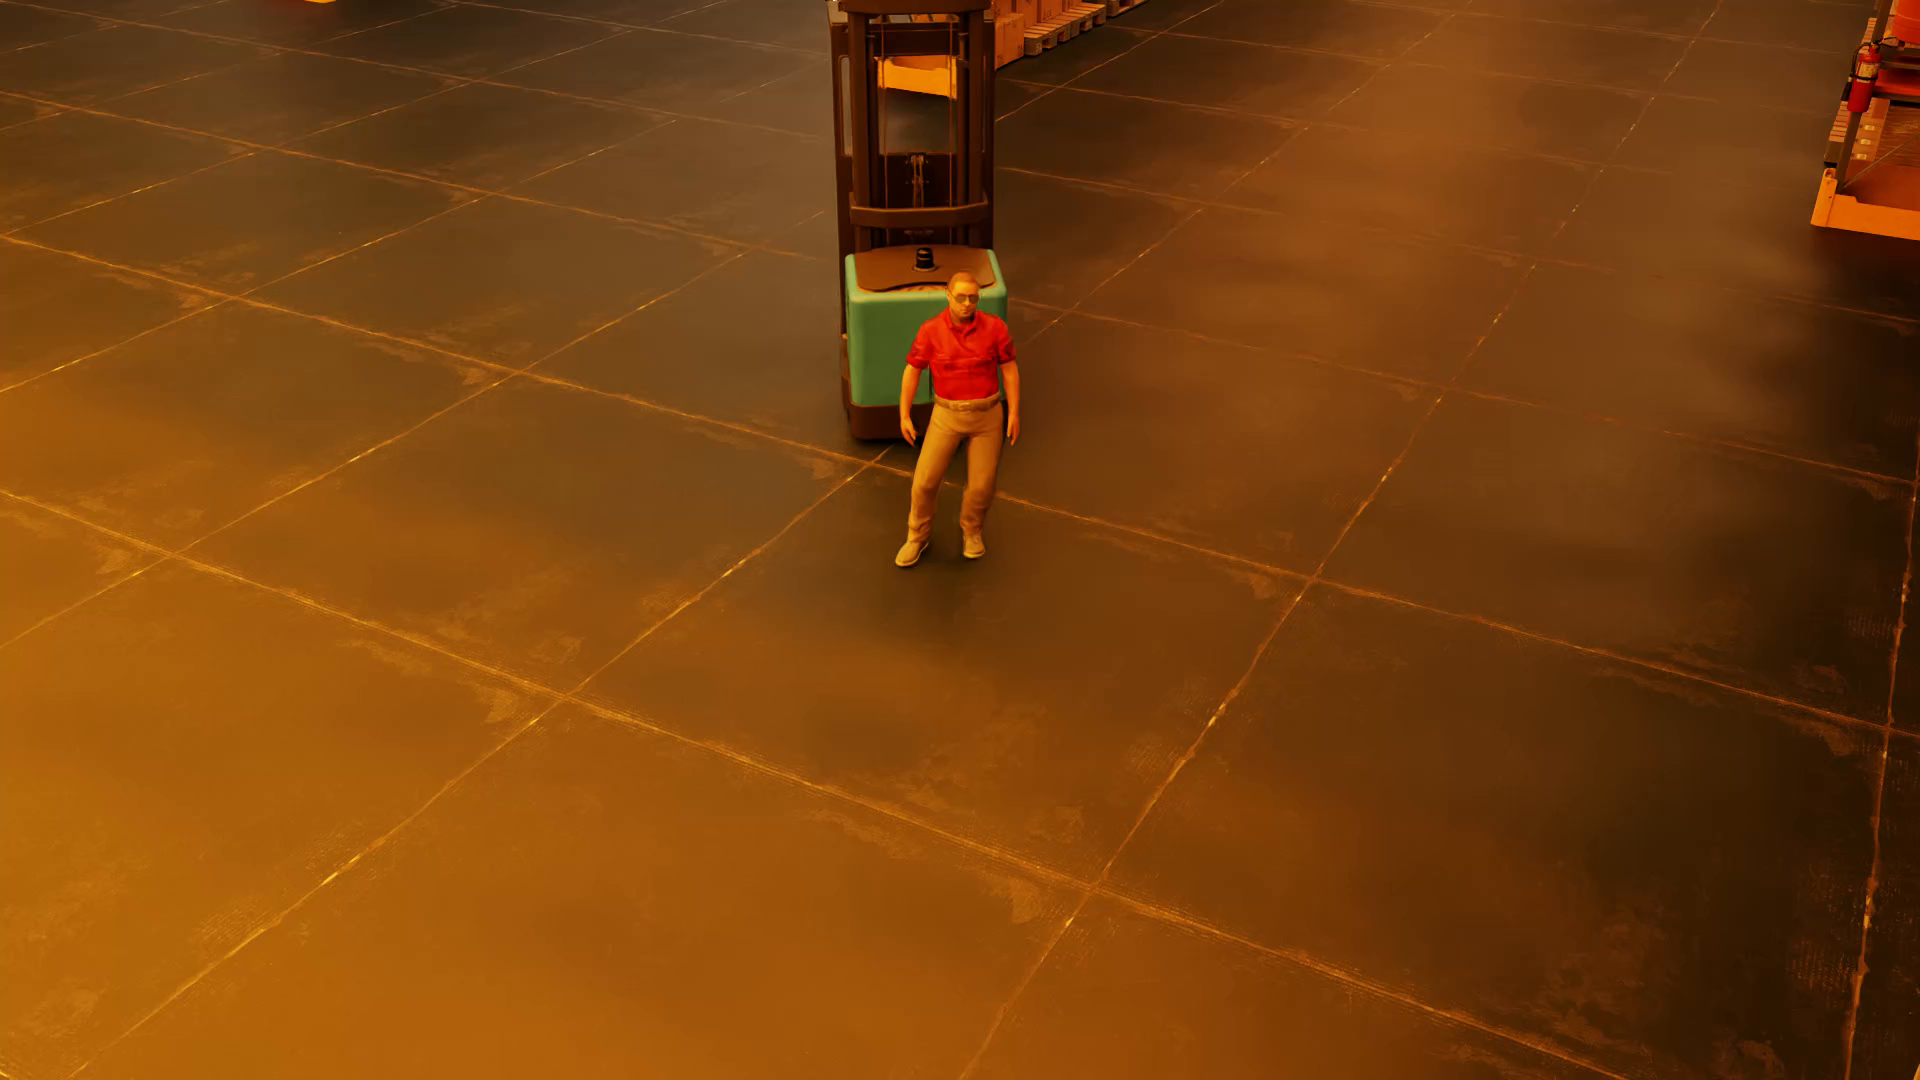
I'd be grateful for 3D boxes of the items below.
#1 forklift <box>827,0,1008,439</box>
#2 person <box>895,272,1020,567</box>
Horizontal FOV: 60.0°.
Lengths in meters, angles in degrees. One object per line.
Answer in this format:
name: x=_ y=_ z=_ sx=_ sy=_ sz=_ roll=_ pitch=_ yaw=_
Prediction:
forklift: x=-0.335 y=-2.646 z=11.656 sx=1.130 sy=2.935 sz=3.031 roll=-3 pitch=30 yaw=-5
person: x=-0.020 y=-0.675 z=9.494 sx=0.726 sy=1.711 sz=0.461 roll=0 pitch=30 yaw=-1
